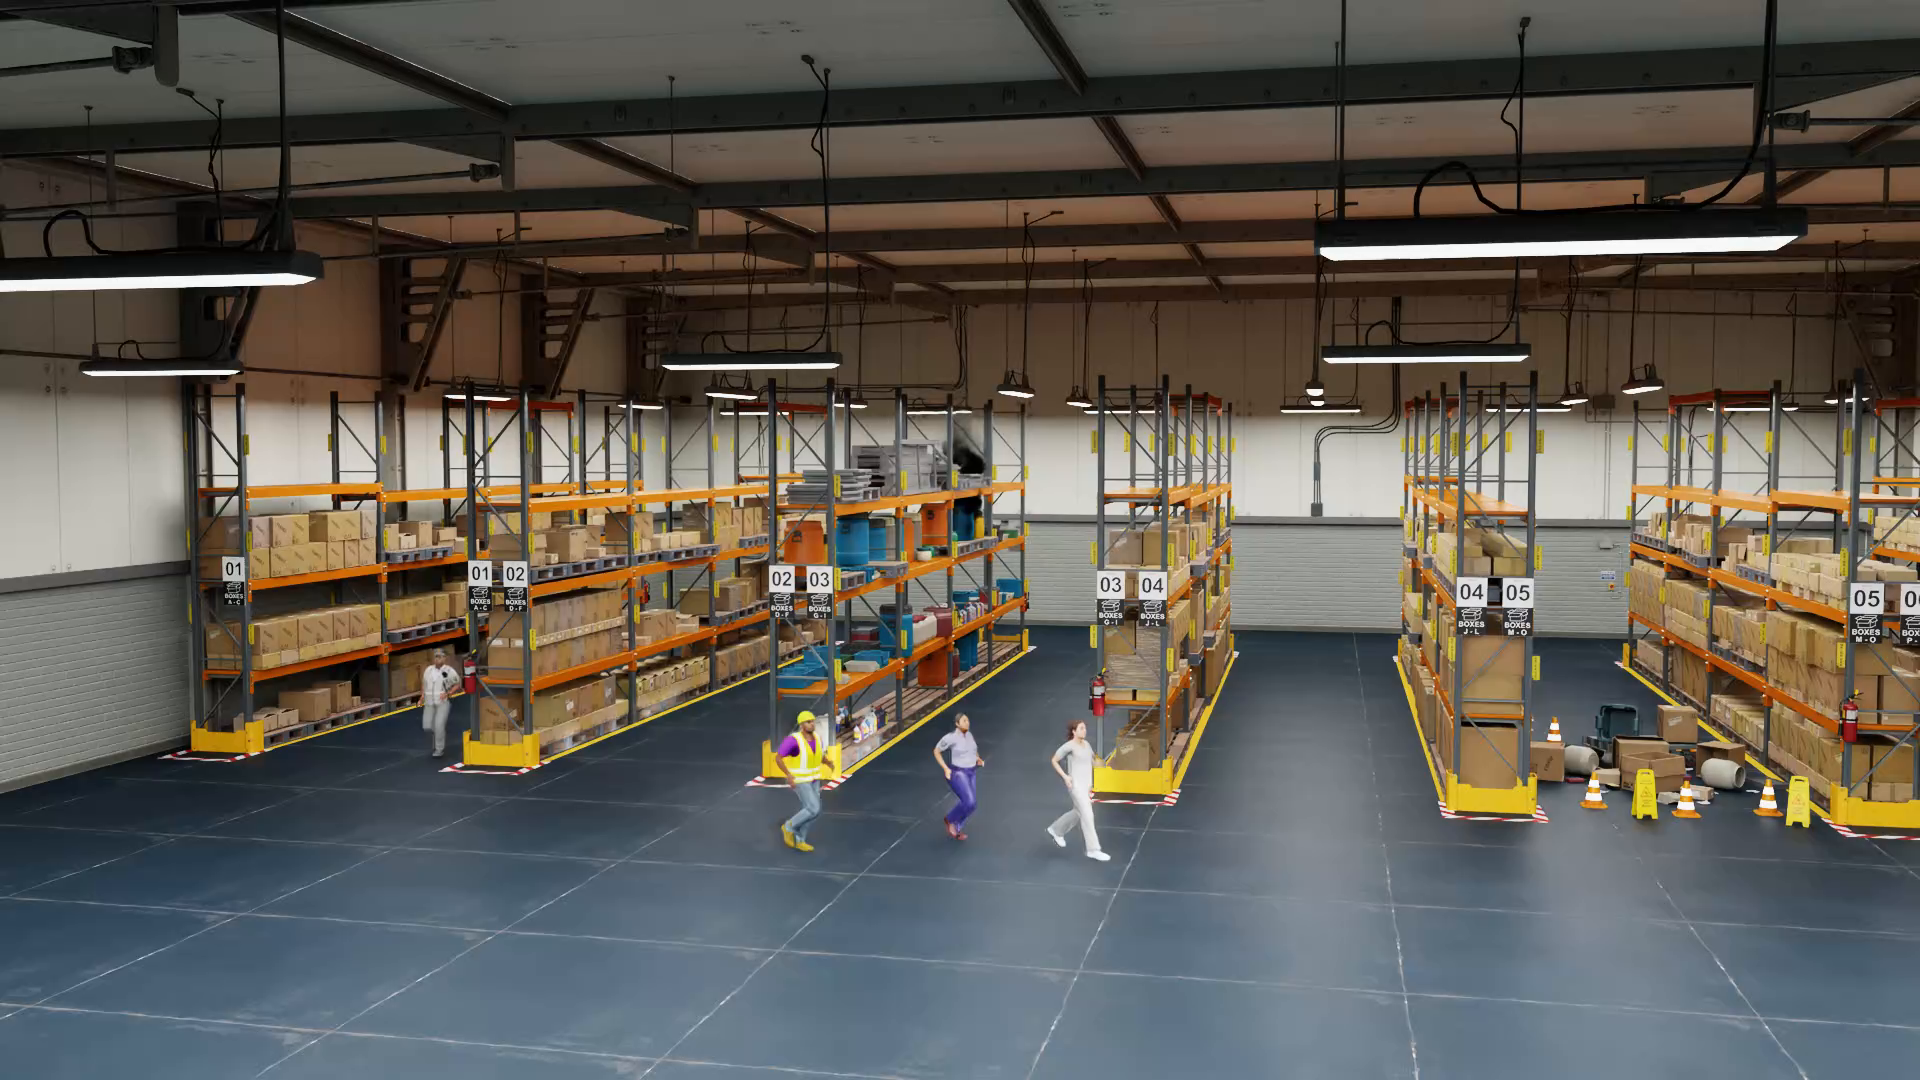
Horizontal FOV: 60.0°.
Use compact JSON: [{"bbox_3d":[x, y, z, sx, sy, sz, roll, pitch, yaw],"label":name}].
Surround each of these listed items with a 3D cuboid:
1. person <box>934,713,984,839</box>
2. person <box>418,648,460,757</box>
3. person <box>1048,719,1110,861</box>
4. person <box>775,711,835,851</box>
[{"bbox_3d":[0.052,2.991,21.008,0.583,1.609,0.592,3,4,41],"label":"person"},{"bbox_3d":[-8.403,2.601,26.805,0.653,1.726,0.577,0,3,5],"label":"person"},{"bbox_3d":[1.431,2.993,20.150,0.970,1.646,0.565,3,4,38],"label":"person"},{"bbox_3d":[-1.859,2.964,20.473,0.594,1.729,0.681,2,4,37],"label":"person"}]
